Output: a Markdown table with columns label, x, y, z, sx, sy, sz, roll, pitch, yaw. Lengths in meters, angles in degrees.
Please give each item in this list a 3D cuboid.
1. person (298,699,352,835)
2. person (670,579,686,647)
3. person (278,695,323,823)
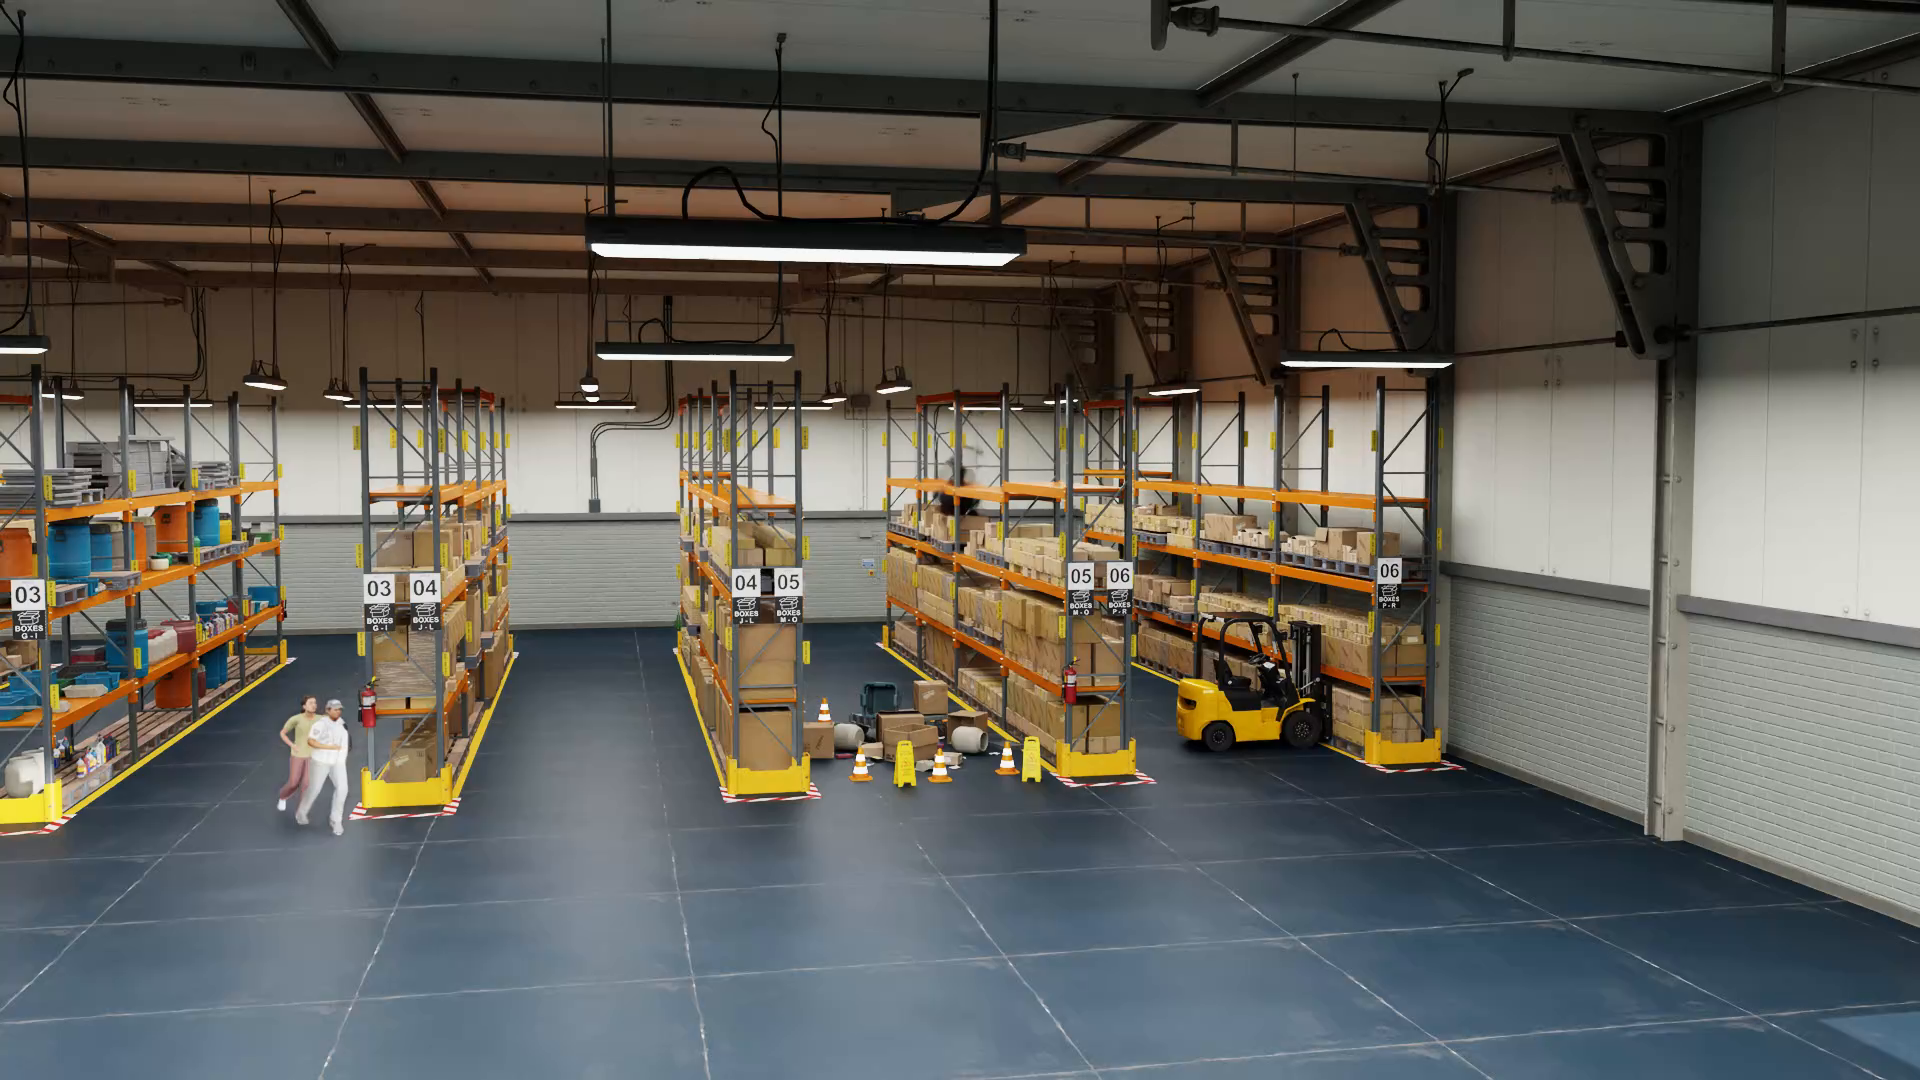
| label | x | y | z | sx | sy | sz | roll | pitch | yaw |
| --- | --- | --- | --- | --- | --- | --- | --- | --- | --- |
| person | -8.161 | 2.904 | 21.493 | 0.860 | 1.695 | 0.639 | 3 | 4 | 36 |
| person | -6.694 | 1.743 | 40.371 | 0.606 | 1.726 | 0.685 | -2 | 4 | -27 |
| person | -8.667 | 2.867 | 22.066 | 0.635 | 1.622 | 0.881 | -3 | 4 | -37 |
